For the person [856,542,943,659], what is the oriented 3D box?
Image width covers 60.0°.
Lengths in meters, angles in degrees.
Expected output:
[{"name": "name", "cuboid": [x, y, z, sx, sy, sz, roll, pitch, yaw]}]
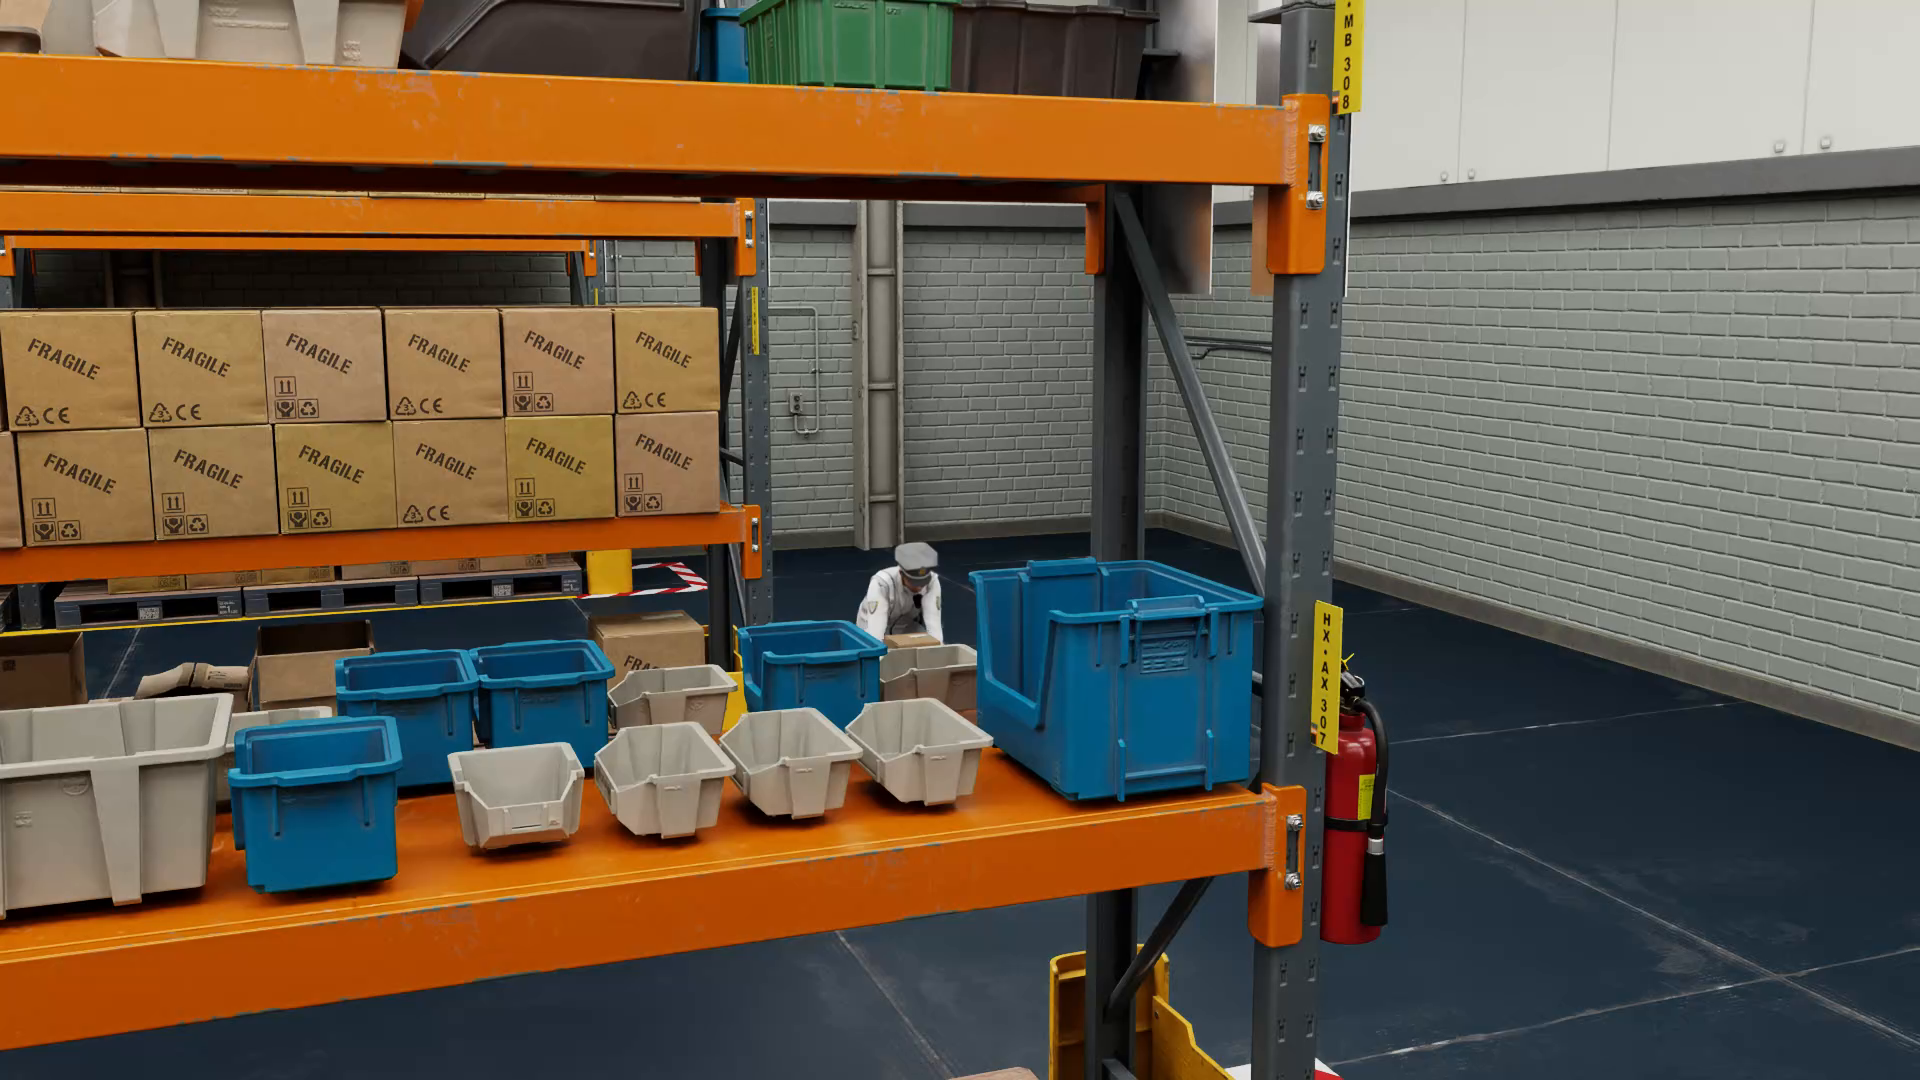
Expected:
[{"name": "person", "cuboid": [-0.344, 0.477, 9.620, 0.471, 0.972, 0.848, -2, 9, -15]}]
